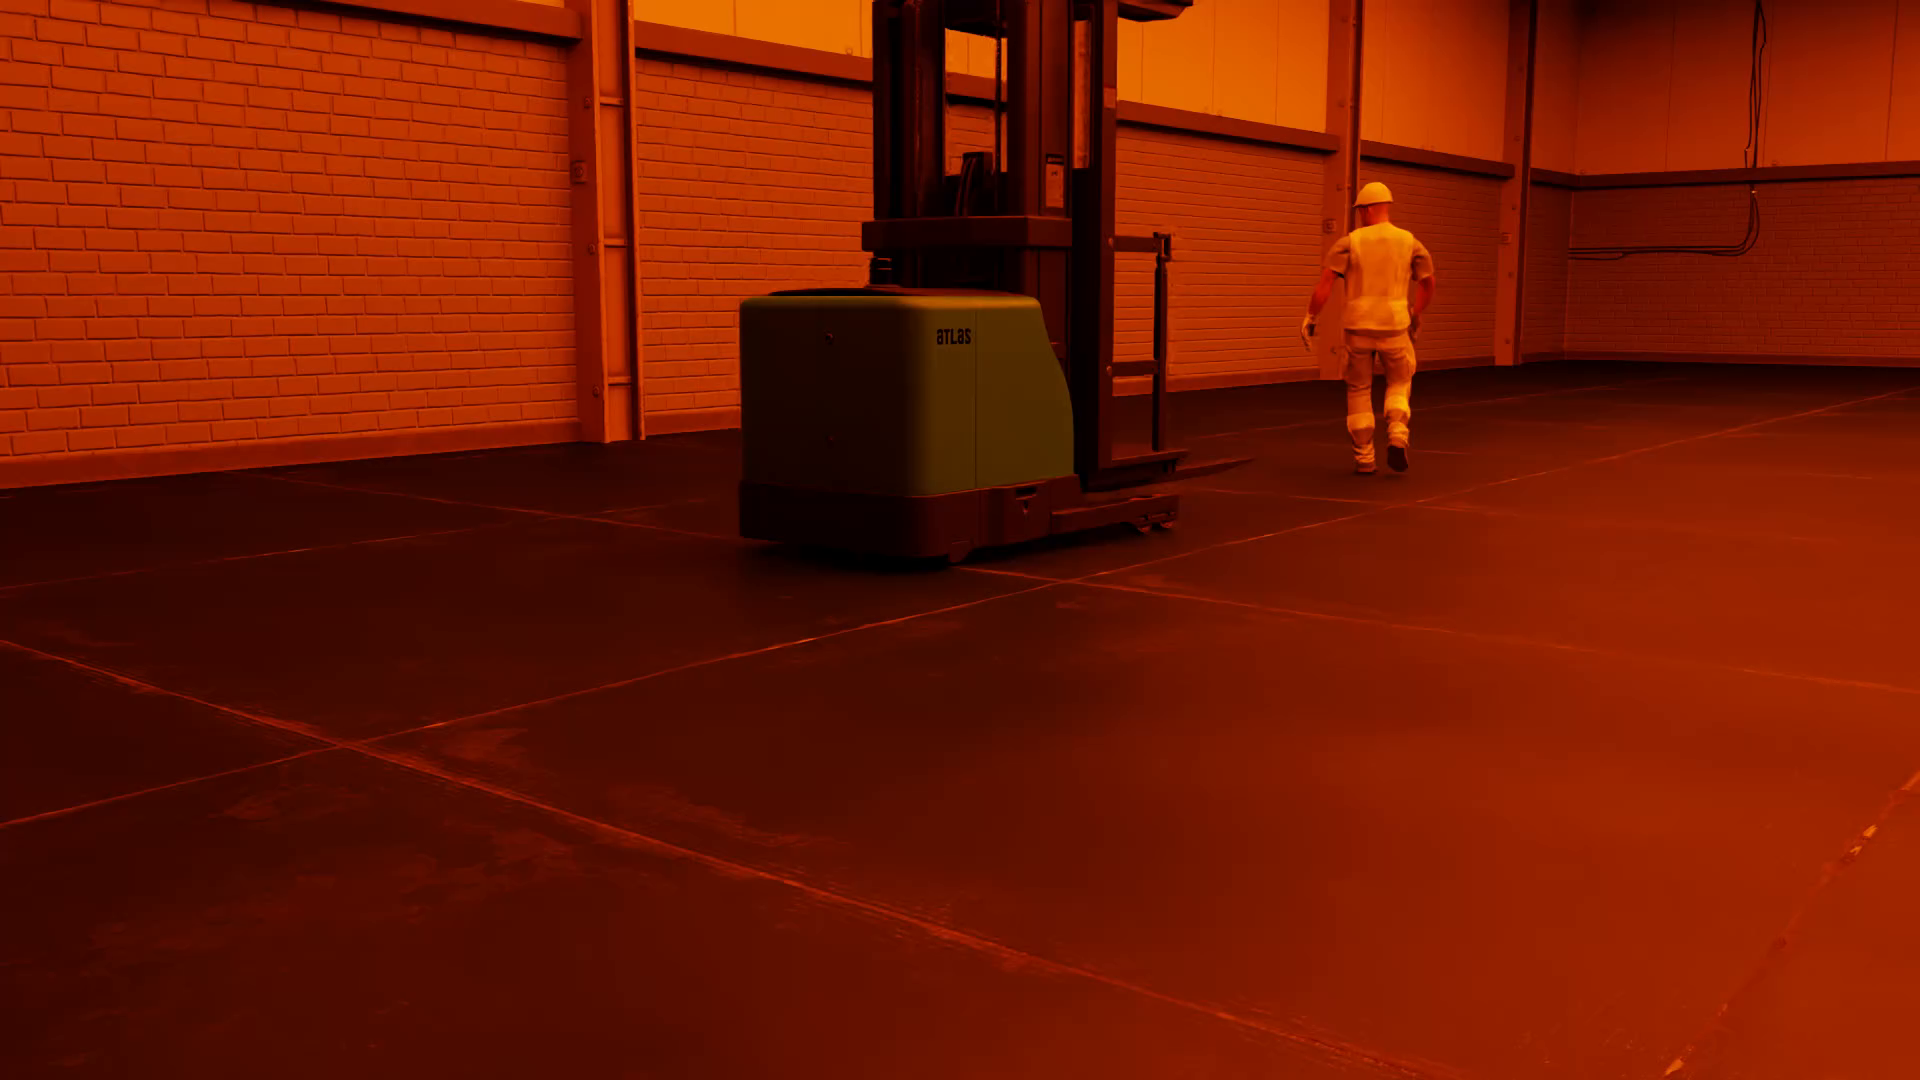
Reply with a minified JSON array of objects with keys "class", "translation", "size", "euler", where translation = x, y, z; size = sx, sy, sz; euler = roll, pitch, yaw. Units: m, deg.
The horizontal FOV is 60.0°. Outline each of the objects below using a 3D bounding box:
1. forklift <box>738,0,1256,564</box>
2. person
[{"class":"forklift","translation":[0.372,-1.522,7.686],"size":[1.130,2.935,3.031],"euler":[7,11,38]},{"class":"person","translation":[2.478,-1.281,10.125],"size":[0.784,1.748,0.483],"euler":[2,9,15]}]
